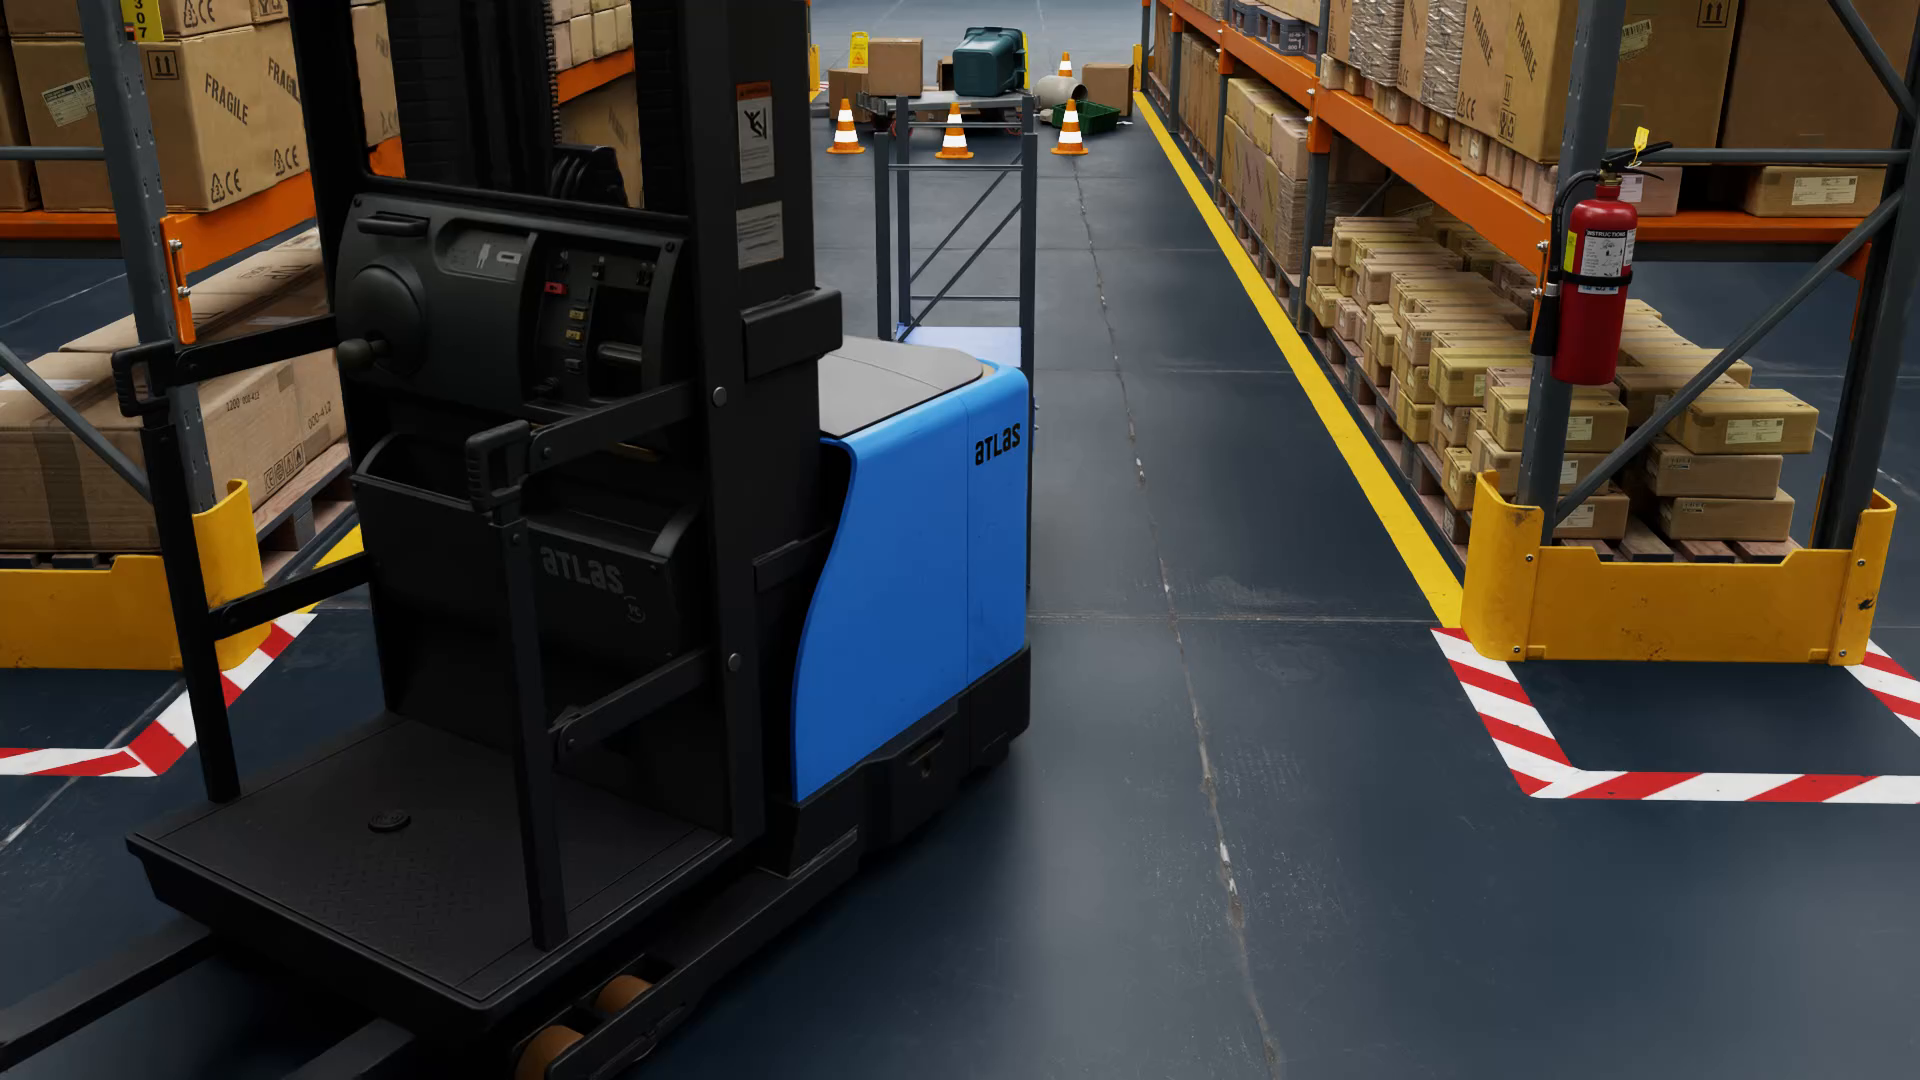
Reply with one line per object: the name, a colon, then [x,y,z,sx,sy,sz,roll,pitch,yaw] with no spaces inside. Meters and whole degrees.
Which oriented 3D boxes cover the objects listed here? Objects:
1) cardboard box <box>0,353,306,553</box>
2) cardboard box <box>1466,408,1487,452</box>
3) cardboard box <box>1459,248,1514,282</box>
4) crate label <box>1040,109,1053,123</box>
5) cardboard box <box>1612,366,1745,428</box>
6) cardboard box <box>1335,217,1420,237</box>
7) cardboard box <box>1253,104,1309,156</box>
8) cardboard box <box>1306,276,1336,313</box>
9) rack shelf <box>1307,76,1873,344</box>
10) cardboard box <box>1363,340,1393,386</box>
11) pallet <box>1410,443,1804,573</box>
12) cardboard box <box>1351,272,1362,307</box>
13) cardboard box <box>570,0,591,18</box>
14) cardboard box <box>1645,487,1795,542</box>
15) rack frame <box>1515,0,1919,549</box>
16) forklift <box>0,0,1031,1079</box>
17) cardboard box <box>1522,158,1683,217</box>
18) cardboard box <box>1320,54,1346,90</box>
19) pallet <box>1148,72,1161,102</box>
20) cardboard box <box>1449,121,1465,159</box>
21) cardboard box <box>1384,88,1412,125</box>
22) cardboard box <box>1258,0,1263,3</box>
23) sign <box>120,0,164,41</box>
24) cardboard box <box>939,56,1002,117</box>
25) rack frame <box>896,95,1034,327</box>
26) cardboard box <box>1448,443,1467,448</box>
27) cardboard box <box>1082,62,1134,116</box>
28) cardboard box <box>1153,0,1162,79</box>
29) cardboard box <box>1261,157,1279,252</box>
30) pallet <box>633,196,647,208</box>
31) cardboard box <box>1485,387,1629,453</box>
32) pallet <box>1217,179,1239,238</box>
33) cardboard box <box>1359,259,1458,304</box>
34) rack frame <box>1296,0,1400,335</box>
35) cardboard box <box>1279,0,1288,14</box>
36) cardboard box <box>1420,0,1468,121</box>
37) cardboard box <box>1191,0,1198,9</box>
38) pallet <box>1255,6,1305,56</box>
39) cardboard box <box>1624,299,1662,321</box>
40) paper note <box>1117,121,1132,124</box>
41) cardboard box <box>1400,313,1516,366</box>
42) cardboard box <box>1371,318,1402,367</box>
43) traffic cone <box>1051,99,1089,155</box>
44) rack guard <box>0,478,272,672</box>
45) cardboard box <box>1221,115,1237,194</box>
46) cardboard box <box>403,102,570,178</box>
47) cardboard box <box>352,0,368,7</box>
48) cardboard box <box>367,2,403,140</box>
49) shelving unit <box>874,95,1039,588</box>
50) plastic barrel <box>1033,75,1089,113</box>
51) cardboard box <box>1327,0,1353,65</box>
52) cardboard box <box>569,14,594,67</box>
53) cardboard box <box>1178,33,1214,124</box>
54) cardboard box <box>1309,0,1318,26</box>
cardboard box: [-2.847,-0.316,5.658,0.875,0.438,0.875,0,21,0]
cardboard box: [1.976,-0.350,5.734,0.380,0.149,0.250,0,21,0]
cardboard box: [2.500,-1.240,7.616,0.380,0.149,0.250,1,21,3]
crate label: [0.967,-4.321,16.975,0.298,0.136,0.250,-16,26,-35]
cardboard box: [2.427,-0.488,5.677,0.380,0.149,0.250,1,21,3]
cardboard box: [2.088,-1.525,8.351,0.380,0.149,0.250,1,21,4]
cardboard box: [2.106,-2.532,10.247,0.500,0.250,0.500,0,21,-1]
cardboard box: [1.973,-1.242,8.443,0.380,0.149,0.250,0,21,-1]
rack shelf: [2.244,-1.445,6.600,1.077,0.370,4.000,1,21,2]
cardboard box: [1.974,-0.772,7.233,0.380,0.149,0.250,0,21,0]
pallet: [2.246,-0.078,5.938,1.003,0.211,1.213,1,21,2]
cardboard box: [2.085,-1.200,7.925,0.380,0.149,0.250,1,21,1]
cardboard box: [-2.362,-3.029,9.205,0.500,0.250,0.500,1,21,2]
cardboard box: [2.520,-0.110,5.525,0.380,0.149,0.250,1,21,3]
rack frame: [2.184,-1.057,4.606,1.000,3.000,0.127,1,21,2]
forklift: [-1.033,-0.457,3.156,1.130,2.935,3.031,13,25,30]
cardboard box: [1.911,-1.061,4.964,0.380,0.149,0.250,1,21,2]
cardboard box: [1.970,-2.287,8.125,0.380,0.149,0.250,1,21,4]
pallet: [2.724,-5.252,19.273,1.003,0.211,1.213,1,21,2]
cardboard box: [1.971,-1.429,5.912,0.380,0.149,0.250,0,21,-1]
cardboard box: [1.978,-1.811,6.896,0.380,0.149,0.250,2,21,4]
cardboard box: [2.196,-3.674,11.118,0.380,0.149,0.250,2,21,4]
sign: [-2.213,-1.507,4.460,0.100,0.325,0.005,1,21,2]
cardboard box: [0.176,-4.758,17.409,0.797,0.637,0.503,1,21,2]
rack frame: [0.018,-0.914,6.311,0.500,1.500,0.032,1,21,2]
cardboard box: [1.992,-0.305,6.029,0.380,0.149,0.250,1,21,1]
cardboard box: [1.570,-4.804,17.716,0.500,0.500,0.500,4,22,11]
cardboard box: [2.716,-5.801,19.191,0.875,0.875,0.875,1,21,2]
cardboard box: [2.092,-1.990,9.885,0.500,0.500,0.500,0,21,0]
pallet: [-2.623,-2.383,11.879,1.003,0.211,1.213,1,21,2]
cardboard box: [1.946,-0.395,5.439,0.380,0.149,0.250,1,21,2]
pallet: [2.402,-2.367,11.837,1.003,0.211,1.213,1,21,2]
cardboard box: [1.987,-1.148,7.380,0.380,0.149,0.250,1,21,3]
rack frame: [2.305,-2.503,8.334,1.000,3.000,0.127,1,21,2]
cardboard box: [2.164,-3.295,10.141,0.380,0.149,0.250,0,21,0]
cardboard box: [1.967,-1.777,5.913,0.500,0.500,0.500,1,21,2]
cardboard box: [2.216,-4.708,13.879,0.500,0.500,0.500,1,21,2]
pallet: [2.408,-3.144,10.250,1.003,0.211,1.213,1,21,2]
cardboard box: [2.559,-0.863,6.644,0.380,0.149,0.250,1,21,2]
paper note: [1.664,-4.265,16.978,0.147,0.020,0.142,-16,26,-35]
cardboard box: [1.916,-0.771,6.408,0.380,0.149,0.250,1,21,4]
cardboard box: [1.938,-0.824,6.955,0.380,0.149,0.250,1,21,2]
traffic cone: [0.999,-3.745,15.041,0.336,0.463,0.334,1,21,2]
rack guard: [-2.768,0.099,5.082,1.175,0.500,0.348,1,21,2]
cardboard box: [2.151,-2.727,11.785,0.500,0.500,0.500,0,21,-1]
cardboard box: [-2.707,-1.951,9.268,0.875,0.875,0.875,1,21,3]
cardboard box: [-2.451,-2.131,5.854,0.500,0.500,0.500,0,21,1]
cardboard box: [-2.446,-1.840,6.487,0.500,0.500,0.500,1,21,3]
shelving unit: [0.003,-0.730,5.837,0.538,1.500,1.048,1,21,2]
plastic barrel: [1.050,-4.622,17.355,0.512,0.421,0.421,18,27,38]
cardboard box: [2.038,-2.512,7.808,0.500,0.500,0.500,0,21,1]
cardboard box: [-2.354,-2.795,9.292,0.500,0.250,0.500,0,21,0]
cardboard box: [2.620,-4.317,15.539,1.050,0.750,0.750,1,21,1]
cardboard box: [2.136,-2.912,9.153,0.380,0.149,0.250,1,21,1]
